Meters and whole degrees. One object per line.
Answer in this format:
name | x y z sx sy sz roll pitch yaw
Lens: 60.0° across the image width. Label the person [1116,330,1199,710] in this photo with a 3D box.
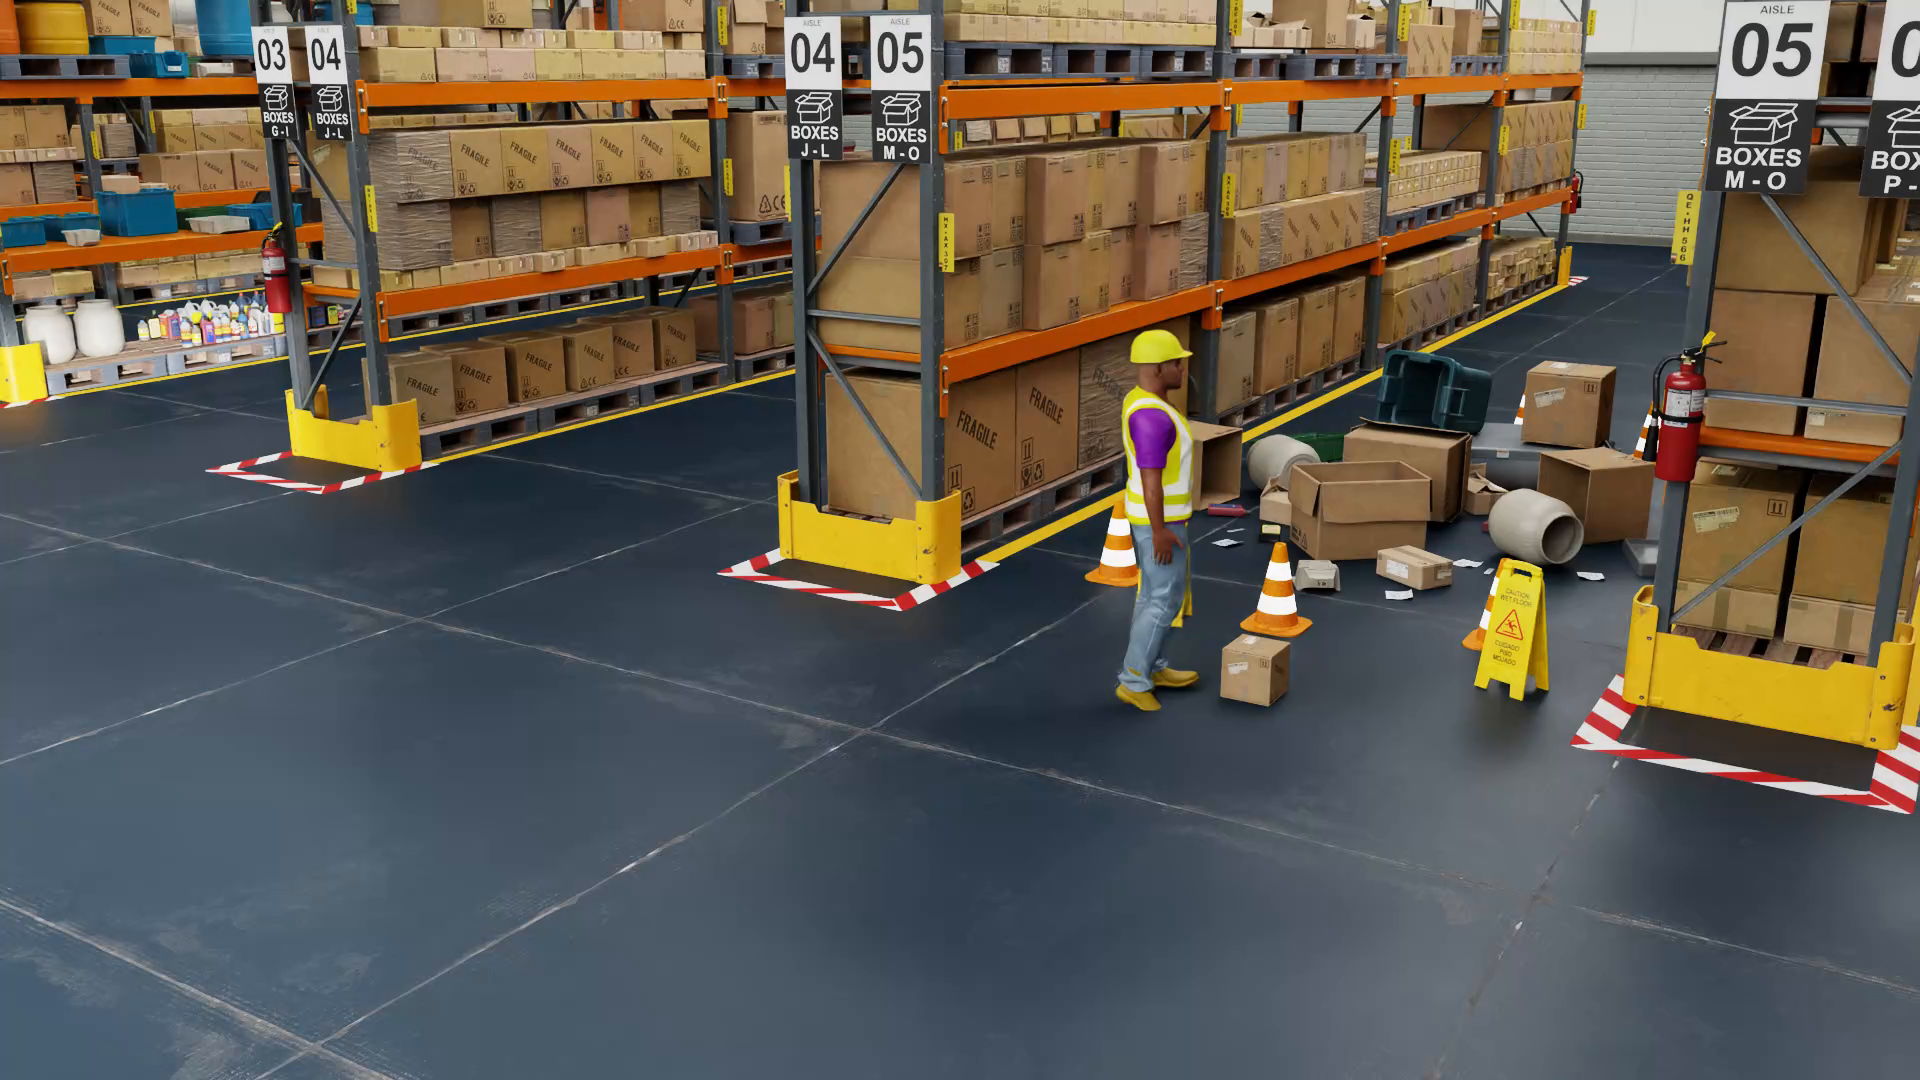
person | 0.960 -0.070 7.868 0.418 1.849 0.577 1 16 3
